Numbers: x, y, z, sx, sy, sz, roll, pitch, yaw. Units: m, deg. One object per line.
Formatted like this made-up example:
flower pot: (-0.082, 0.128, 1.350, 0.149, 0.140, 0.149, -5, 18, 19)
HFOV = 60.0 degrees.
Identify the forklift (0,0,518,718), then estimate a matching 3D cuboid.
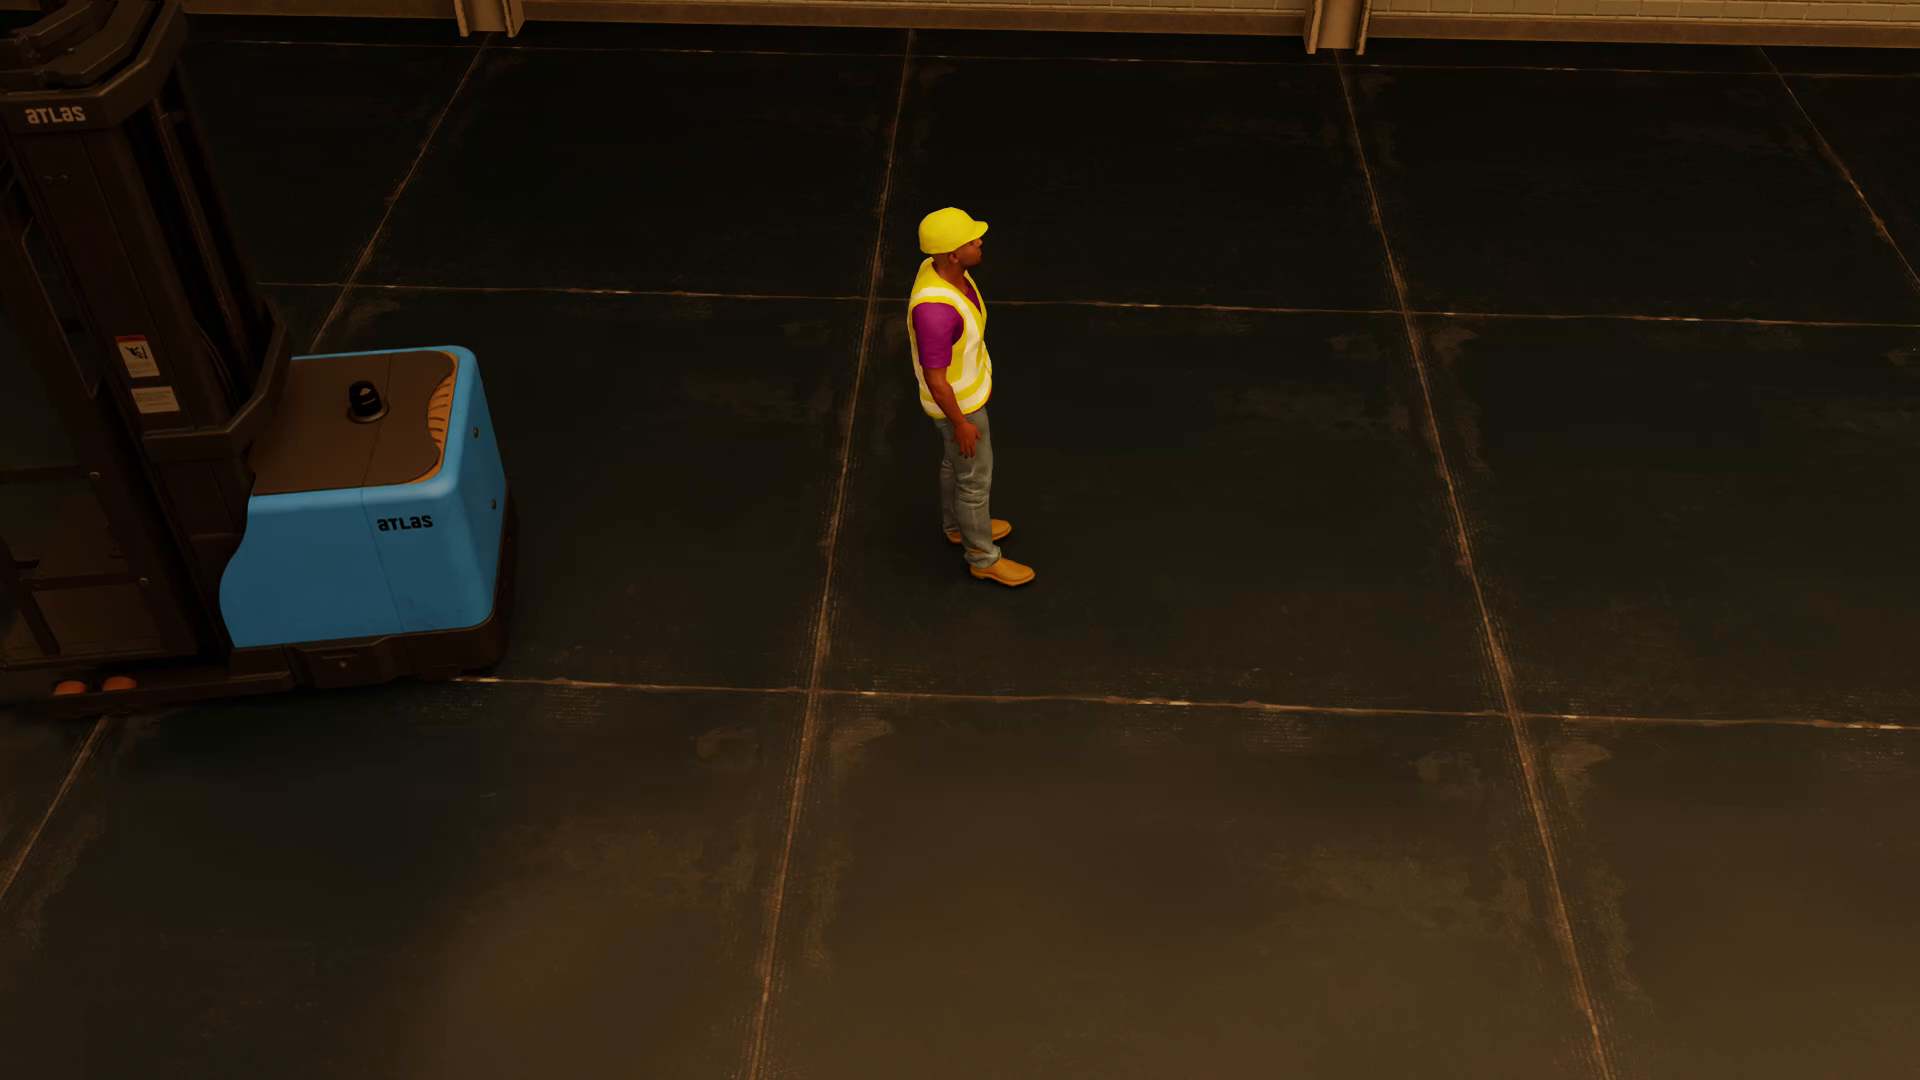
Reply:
forklift: (-3.548, -0.703, 6.513, 3.031, 2.935, 1.130, -5, 43, -5)

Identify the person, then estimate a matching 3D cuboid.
person: (0.069, -0.651, 7.309, 0.577, 1.765, 0.665, 2, 42, 2)
